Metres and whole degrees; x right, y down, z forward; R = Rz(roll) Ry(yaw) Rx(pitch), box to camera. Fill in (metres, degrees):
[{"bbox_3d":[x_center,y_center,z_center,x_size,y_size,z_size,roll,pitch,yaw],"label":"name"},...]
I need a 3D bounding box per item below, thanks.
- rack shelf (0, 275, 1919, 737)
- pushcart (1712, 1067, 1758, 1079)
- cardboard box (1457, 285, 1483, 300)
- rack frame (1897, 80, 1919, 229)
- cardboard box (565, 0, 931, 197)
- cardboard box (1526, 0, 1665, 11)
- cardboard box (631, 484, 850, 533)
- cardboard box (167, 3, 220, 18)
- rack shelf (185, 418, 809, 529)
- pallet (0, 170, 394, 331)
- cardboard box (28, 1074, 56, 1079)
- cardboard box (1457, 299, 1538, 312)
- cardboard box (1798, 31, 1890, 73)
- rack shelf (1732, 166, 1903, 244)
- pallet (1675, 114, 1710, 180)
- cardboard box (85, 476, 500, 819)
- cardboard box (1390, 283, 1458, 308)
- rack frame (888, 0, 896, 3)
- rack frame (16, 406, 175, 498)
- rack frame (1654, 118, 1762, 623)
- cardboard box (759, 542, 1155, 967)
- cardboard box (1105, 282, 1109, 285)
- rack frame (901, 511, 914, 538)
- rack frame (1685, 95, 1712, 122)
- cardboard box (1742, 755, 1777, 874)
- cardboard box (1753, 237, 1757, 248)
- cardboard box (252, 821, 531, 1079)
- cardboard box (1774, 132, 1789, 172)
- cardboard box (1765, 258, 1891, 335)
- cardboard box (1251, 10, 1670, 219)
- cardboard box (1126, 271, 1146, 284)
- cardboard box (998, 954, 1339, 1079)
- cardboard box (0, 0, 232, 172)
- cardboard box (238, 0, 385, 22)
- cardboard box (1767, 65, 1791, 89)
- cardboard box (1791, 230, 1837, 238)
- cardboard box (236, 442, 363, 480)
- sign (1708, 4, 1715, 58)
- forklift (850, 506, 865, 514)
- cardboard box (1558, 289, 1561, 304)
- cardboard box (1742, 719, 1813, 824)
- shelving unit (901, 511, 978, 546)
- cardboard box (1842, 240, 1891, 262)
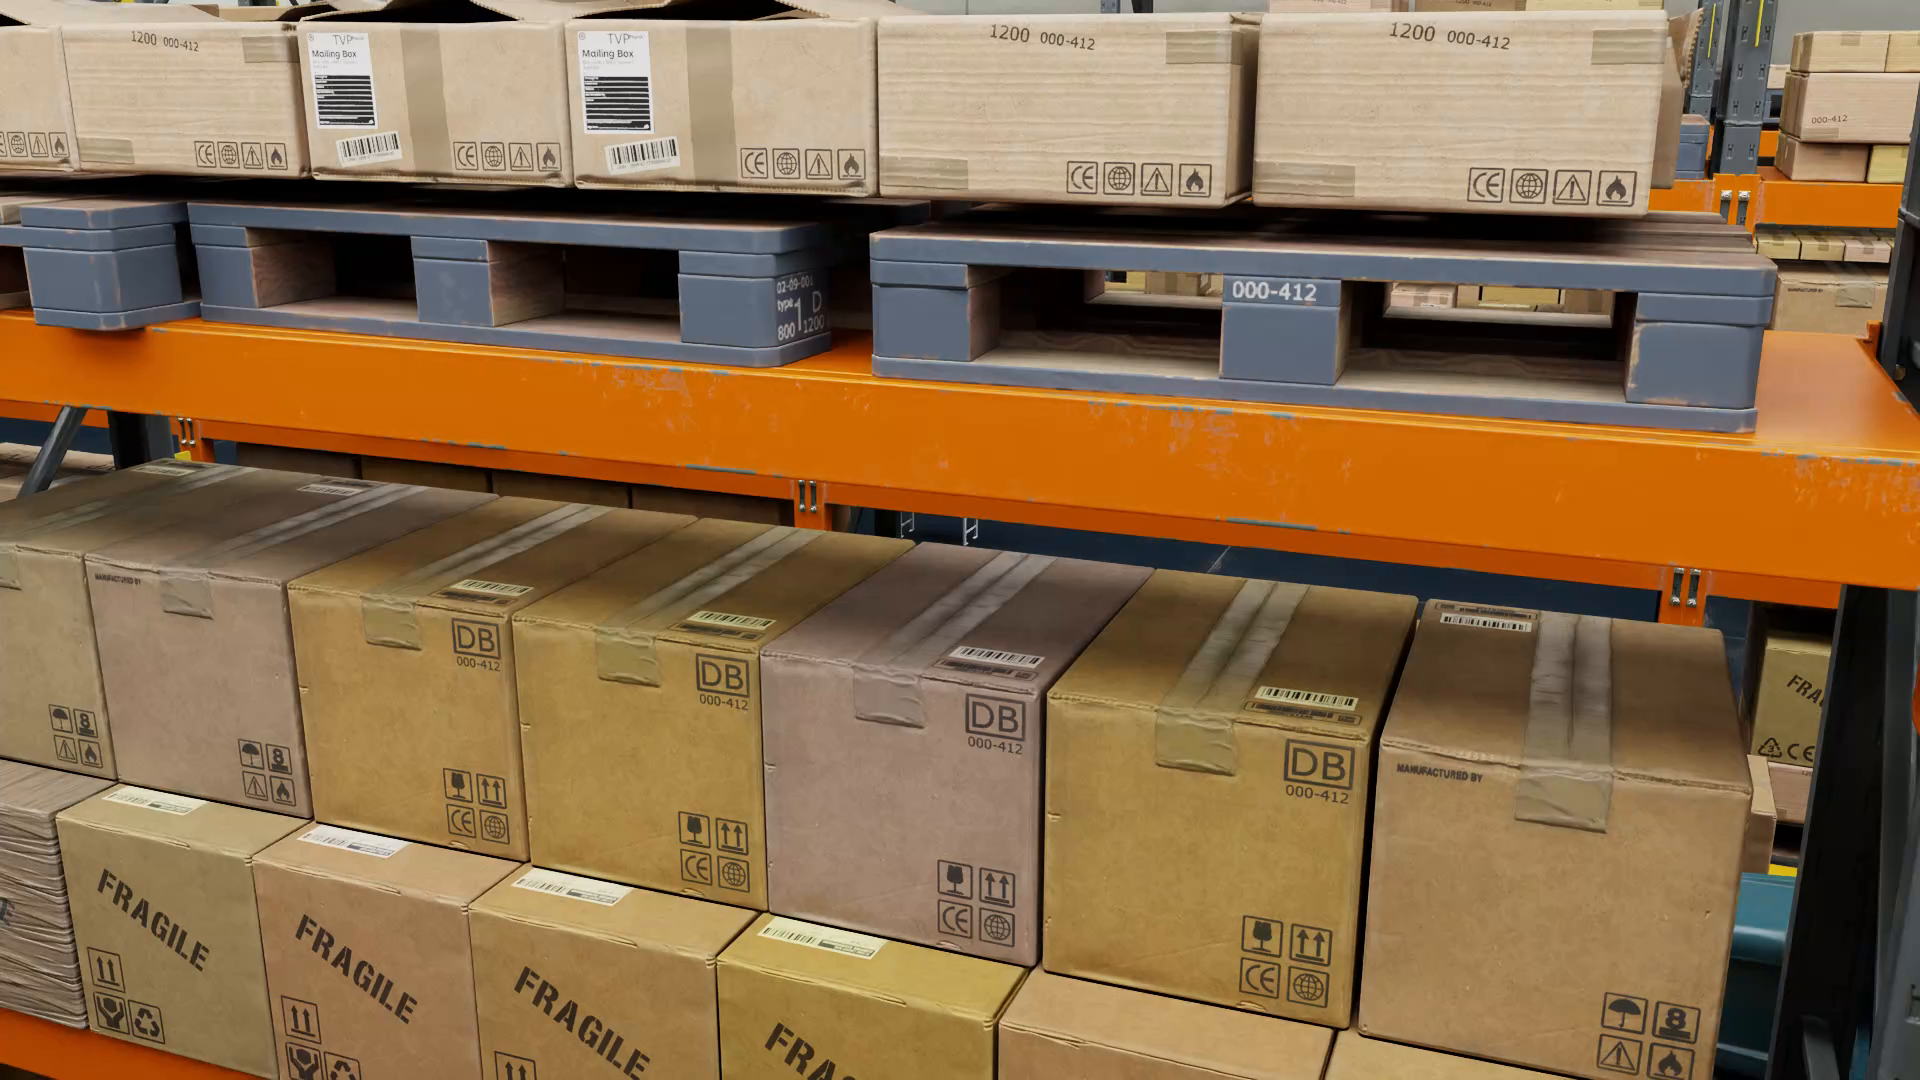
[{"bbox_3d":[-0.426,-0.261,3.102,4.000,0.370,1.077,6,17,21],"label":"rack shelf"},{"bbox_3d":[2.367,1.600,5.485,0.936,0.377,1.648,0,16,1],"label":"pushcart"},{"bbox_3d":[3.470,-1.800,11.865,0.500,0.250,0.500,7,17,22],"label":"cardboard box"},{"bbox_3d":[1.435,-1.842,1.879,0.127,3.000,1.000,6,17,21],"label":"rack frame"},{"bbox_3d":[-0.276,-0.731,2.659,0.500,0.311,0.500,6,17,19],"label":"cardboard box"},{"bbox_3d":[2.571,-2.092,6.738,0.500,0.250,0.500,7,17,22],"label":"cardboard box"},{"bbox_3d":[-1.176,0.062,9.138,0.875,0.875,0.875,6,17,20],"label":"cardboard box"},{"bbox_3d":[-4.755,-2.927,9.883,0.500,0.500,0.500,7,17,22],"label":"cardboard box"},{"bbox_3d":[-2.424,-0.524,9.388,4.000,0.370,1.077,6,17,21],"label":"rack shelf"},{"bbox_3d":[-1.668,-0.668,3.554,1.003,0.211,1.213,7,18,23],"label":"pallet"},{"bbox_3d":[-1.753,1.594,4.085,0.750,0.750,1.050,6,17,20],"label":"cardboard box"},{"bbox_3d":[2.360,-0.821,7.657,0.500,0.500,0.500,6,17,21],"label":"cardboard box"},{"bbox_3d":[3.330,-1.841,6.276,0.250,0.149,0.380,6,17,20],"label":"cardboard box"},{"bbox_3d":[5.018,-1.146,6.151,4.000,0.370,1.077,6,17,21],"label":"rack shelf"},{"bbox_3d":[2.622,-1.697,7.094,1.003,0.211,1.213,6,17,21],"label":"pallet"},{"bbox_3d":[-1.401,0.201,3.628,0.500,0.500,0.700,6,17,20],"label":"cardboard box"},{"bbox_3d":[1.999,-1.015,7.161,0.250,0.149,0.380,6,17,19],"label":"cardboard box"},{"bbox_3d":[-0.564,-3.546,7.747,0.127,3.000,1.000,6,17,21],"label":"rack frame"},{"bbox_3d":[-2.286,0.629,4.125,0.127,3.000,1.000,6,17,21],"label":"rack frame"},{"bbox_3d":[3.157,-0.255,7.173,0.127,3.000,1.000,6,17,21],"label":"rack frame"},{"bbox_3d":[0.022,0.357,3.090,0.500,0.500,0.700,6,17,21],"label":"cardboard box"},{"bbox_3d":[0.446,-1.033,8.385,0.500,0.500,0.500,6,17,20],"label":"cardboard box"},{"bbox_3d":[-0.381,-0.618,11.651,0.015,1.200,0.240,6,17,21],"label":"rack frame"},{"bbox_3d":[4.975,-1.543,11.609,0.127,3.000,1.000,6,17,21],"label":"rack frame"},{"bbox_3d":[2.532,1.046,5.816,0.500,0.500,0.500,6,17,21],"label":"cardboard box"},{"bbox_3d":[5.163,-1.936,11.086,0.250,0.149,0.380,7,17,22],"label":"cardboard box"},{"bbox_3d":[-1.025,0.800,3.357,0.500,0.500,0.500,6,17,21],"label":"cardboard box"},{"bbox_3d":[3.563,-1.622,6.952,0.250,0.149,0.380,6,17,21],"label":"cardboard box"},{"bbox_3d":[3.487,-0.825,6.630,0.500,0.500,0.700,6,17,20],"label":"cardboard box"},{"bbox_3d":[0.719,-0.610,2.352,0.500,0.250,0.500,6,17,21],"label":"cardboard box"},{"bbox_3d":[1.568,-2.005,12.573,0.500,0.250,0.500,6,17,21],"label":"cardboard box"},{"bbox_3d":[0.381,0.955,2.825,0.500,0.500,0.500,6,17,20],"label":"cardboard box"},{"bbox_3d":[-1.693,-0.887,3.195,0.500,0.311,0.500,6,17,21],"label":"cardboard box"},{"bbox_3d":[-1.204,-0.989,3.547,0.500,0.311,0.500,6,17,21],"label":"cardboard box"},{"bbox_3d":[5.281,-2.988,10.724,0.250,0.149,0.380,7,17,22],"label":"cardboard box"},{"bbox_3d":[5.852,-2.031,11.414,0.250,0.149,0.380,6,17,20],"label":"cardboard box"},{"bbox_3d":[-3.679,-0.212,10.083,0.875,0.875,0.875,7,18,22],"label":"cardboard box"},{"bbox_3d":[4.785,-3.241,10.587,0.005,0.325,0.100,6,17,21],"label":"sign"},{"bbox_3d":[-2.232,-1.625,12.012,3.031,2.935,1.130,6,17,18],"label":"forklift"},{"bbox_3d":[4.133,-1.884,12.154,0.500,0.250,0.500,6,17,20],"label":"cardboard box"},{"bbox_3d":[3.607,0.994,7.049,0.500,0.250,0.500,5,17,18],"label":"cardboard box"},{"bbox_3d":[-0.154,-0.593,11.565,0.503,1.200,0.258,6,17,21],"label":"shelving unit"},{"bbox_3d":[5.881,-1.856,10.810,0.250,0.149,0.380,7,17,22],"label":"cardboard box"}]
